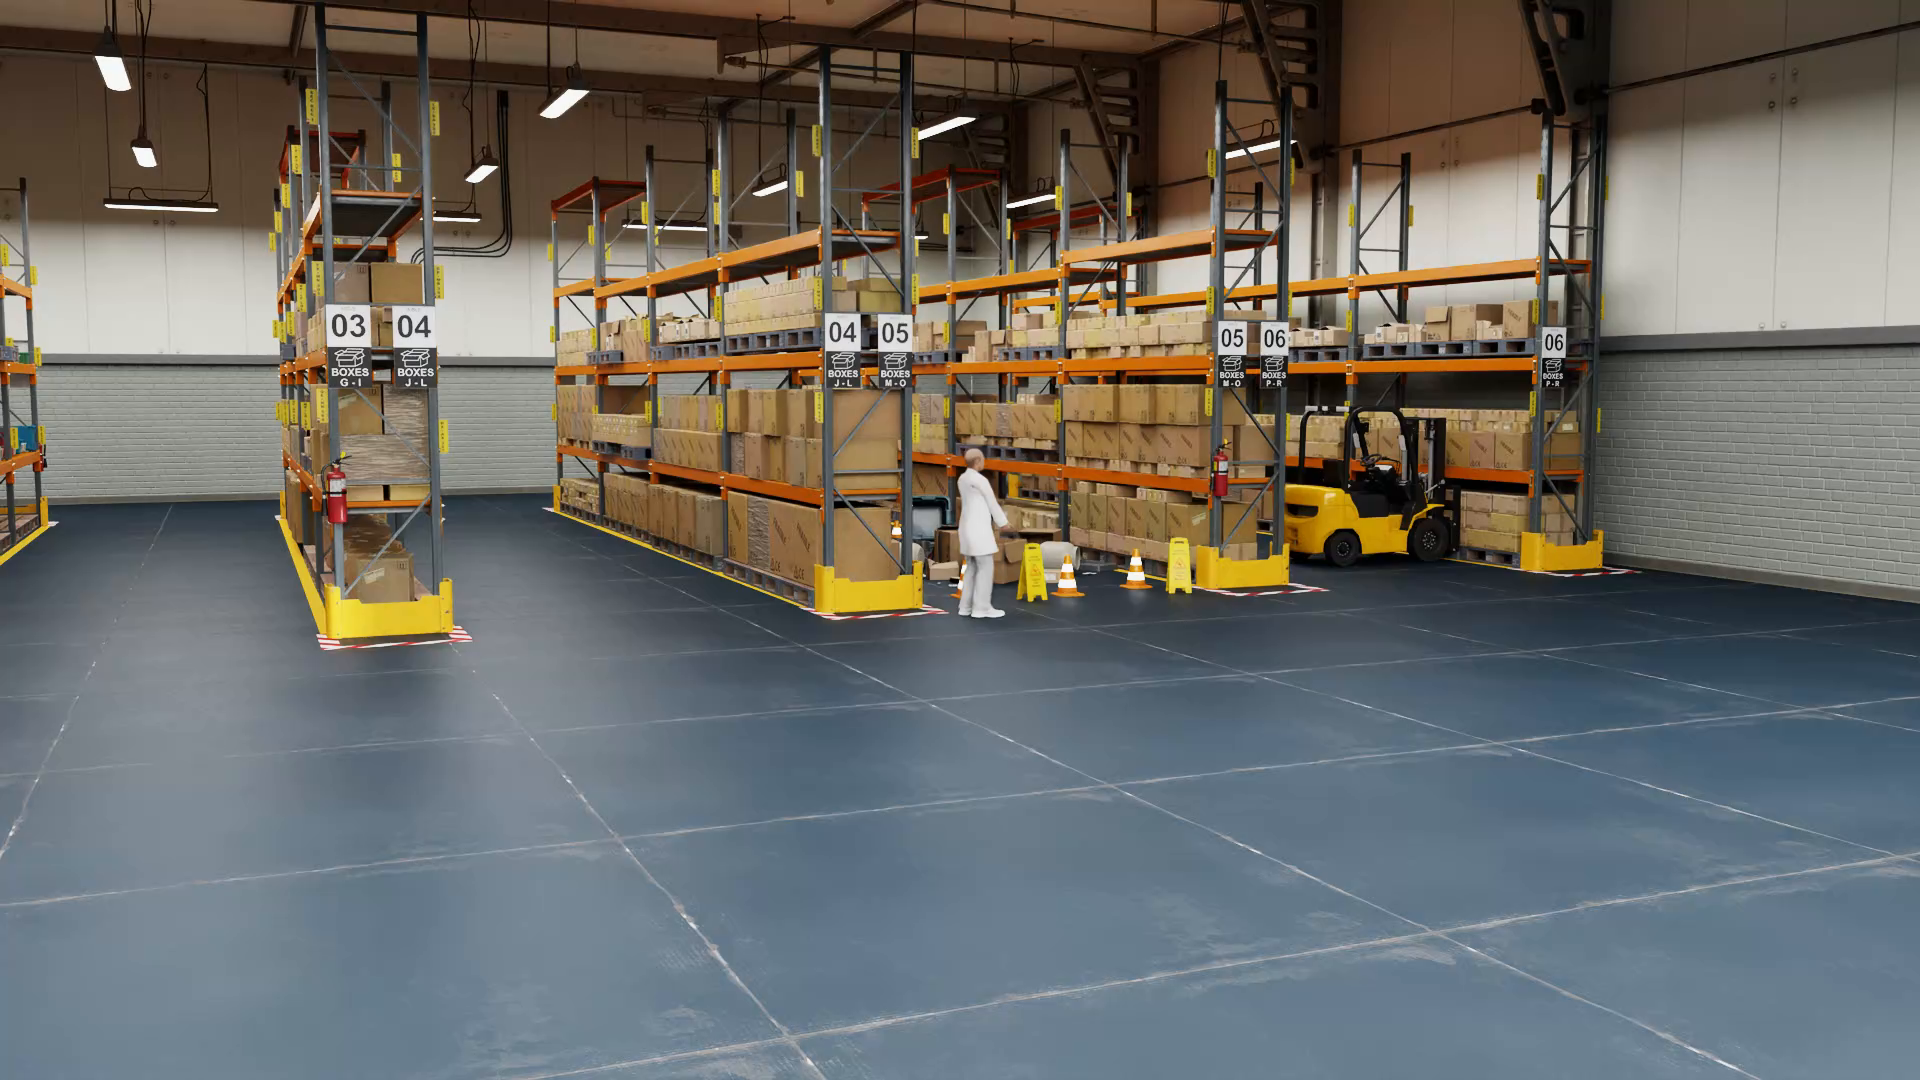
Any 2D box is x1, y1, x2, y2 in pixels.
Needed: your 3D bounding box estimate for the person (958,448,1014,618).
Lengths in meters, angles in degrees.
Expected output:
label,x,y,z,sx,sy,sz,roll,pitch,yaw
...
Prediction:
label,x,y,z,sx,sy,sz,roll,pitch,yaw
person,0.263,-0.079,17.572,0.551,1.780,0.523,-2,6,-25
